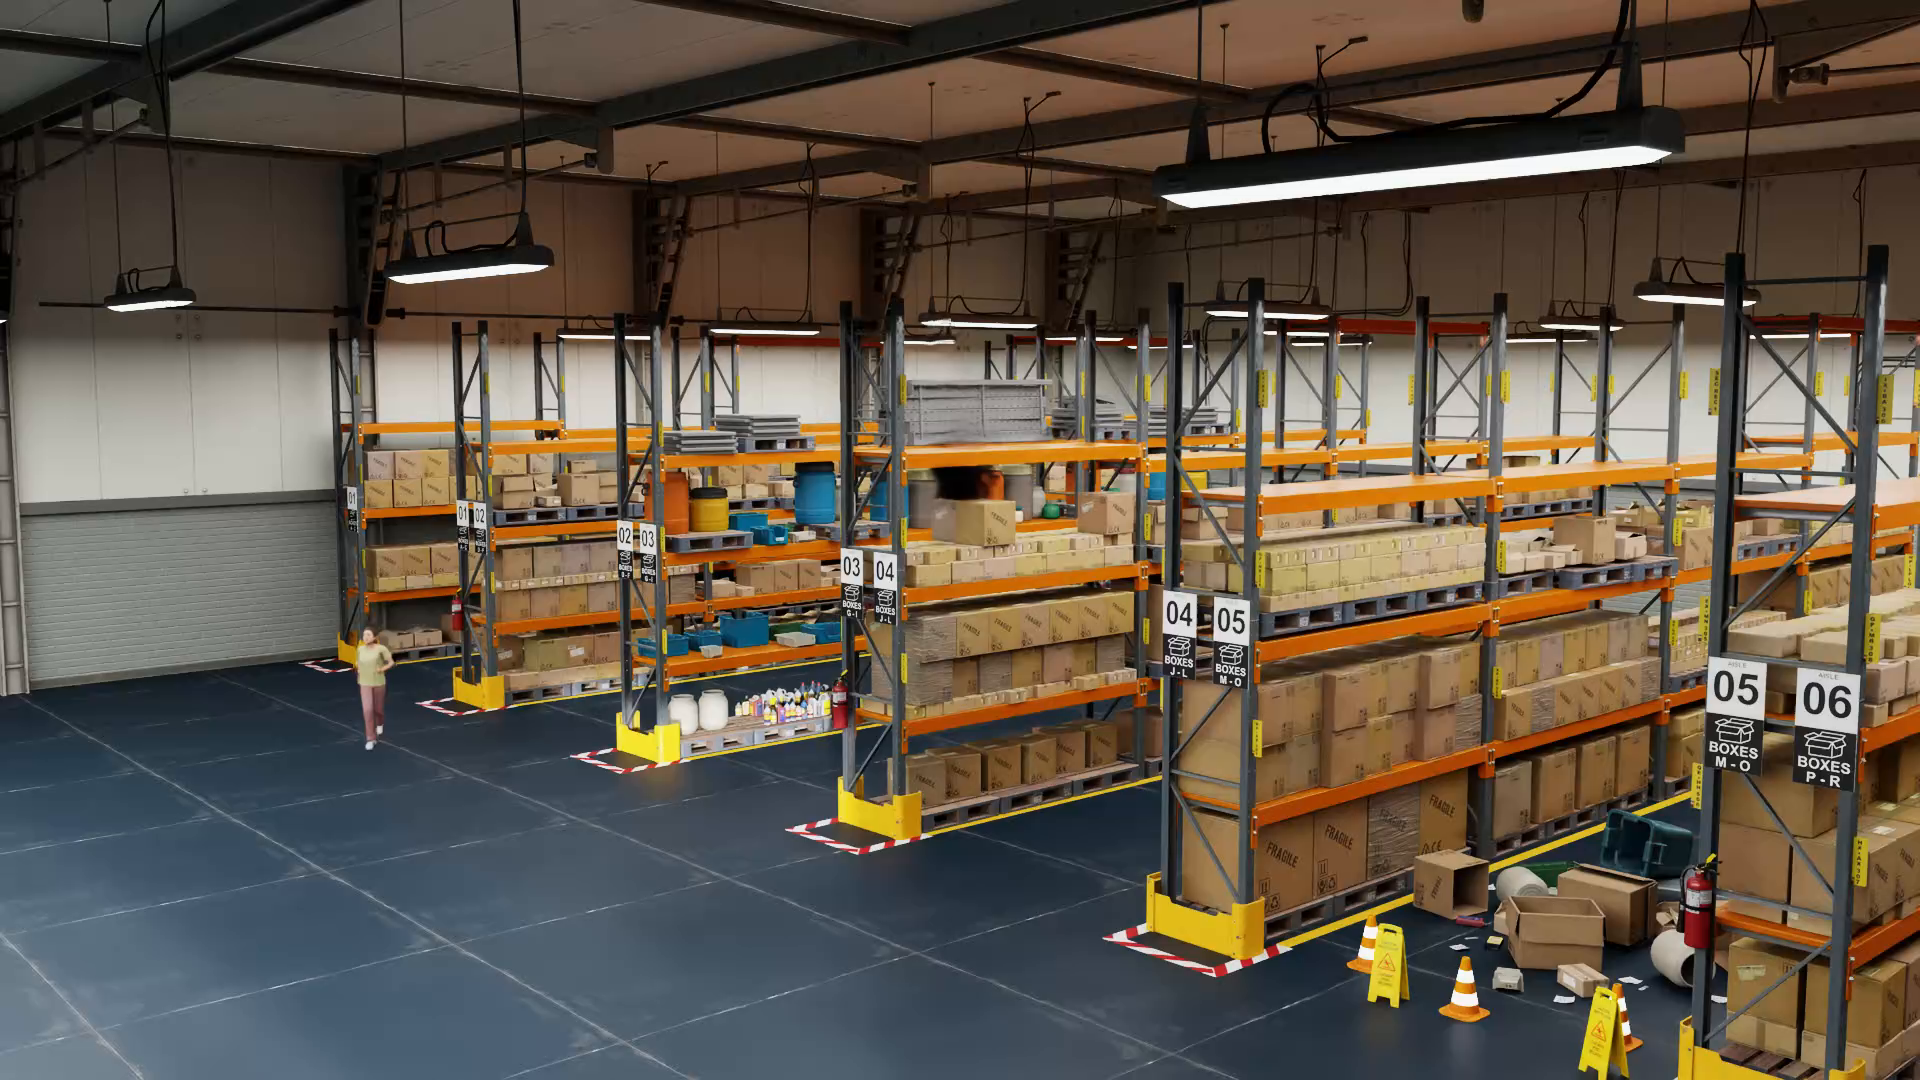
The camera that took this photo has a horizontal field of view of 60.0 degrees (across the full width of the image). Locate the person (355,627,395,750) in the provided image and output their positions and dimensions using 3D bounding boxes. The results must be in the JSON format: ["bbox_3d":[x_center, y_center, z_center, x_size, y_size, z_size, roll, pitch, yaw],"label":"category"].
[{"bbox_3d":[-8.204,2.042,23.303,0.569,1.674,0.857,-1,6,-6],"label":"person"}]

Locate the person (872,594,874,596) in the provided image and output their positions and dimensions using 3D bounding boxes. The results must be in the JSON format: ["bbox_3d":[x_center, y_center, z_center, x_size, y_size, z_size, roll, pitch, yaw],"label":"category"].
[{"bbox_3d":[-1.482,0.943,33.780,0.735,1.751,0.647,-5,7,-41],"label":"person"}]

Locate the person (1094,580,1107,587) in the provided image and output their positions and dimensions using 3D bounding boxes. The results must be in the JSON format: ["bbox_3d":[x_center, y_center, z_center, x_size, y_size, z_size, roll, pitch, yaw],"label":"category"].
[{"bbox_3d":[2.612,1.153,32.393,0.584,1.656,0.561,4,7,37],"label":"person"}]
